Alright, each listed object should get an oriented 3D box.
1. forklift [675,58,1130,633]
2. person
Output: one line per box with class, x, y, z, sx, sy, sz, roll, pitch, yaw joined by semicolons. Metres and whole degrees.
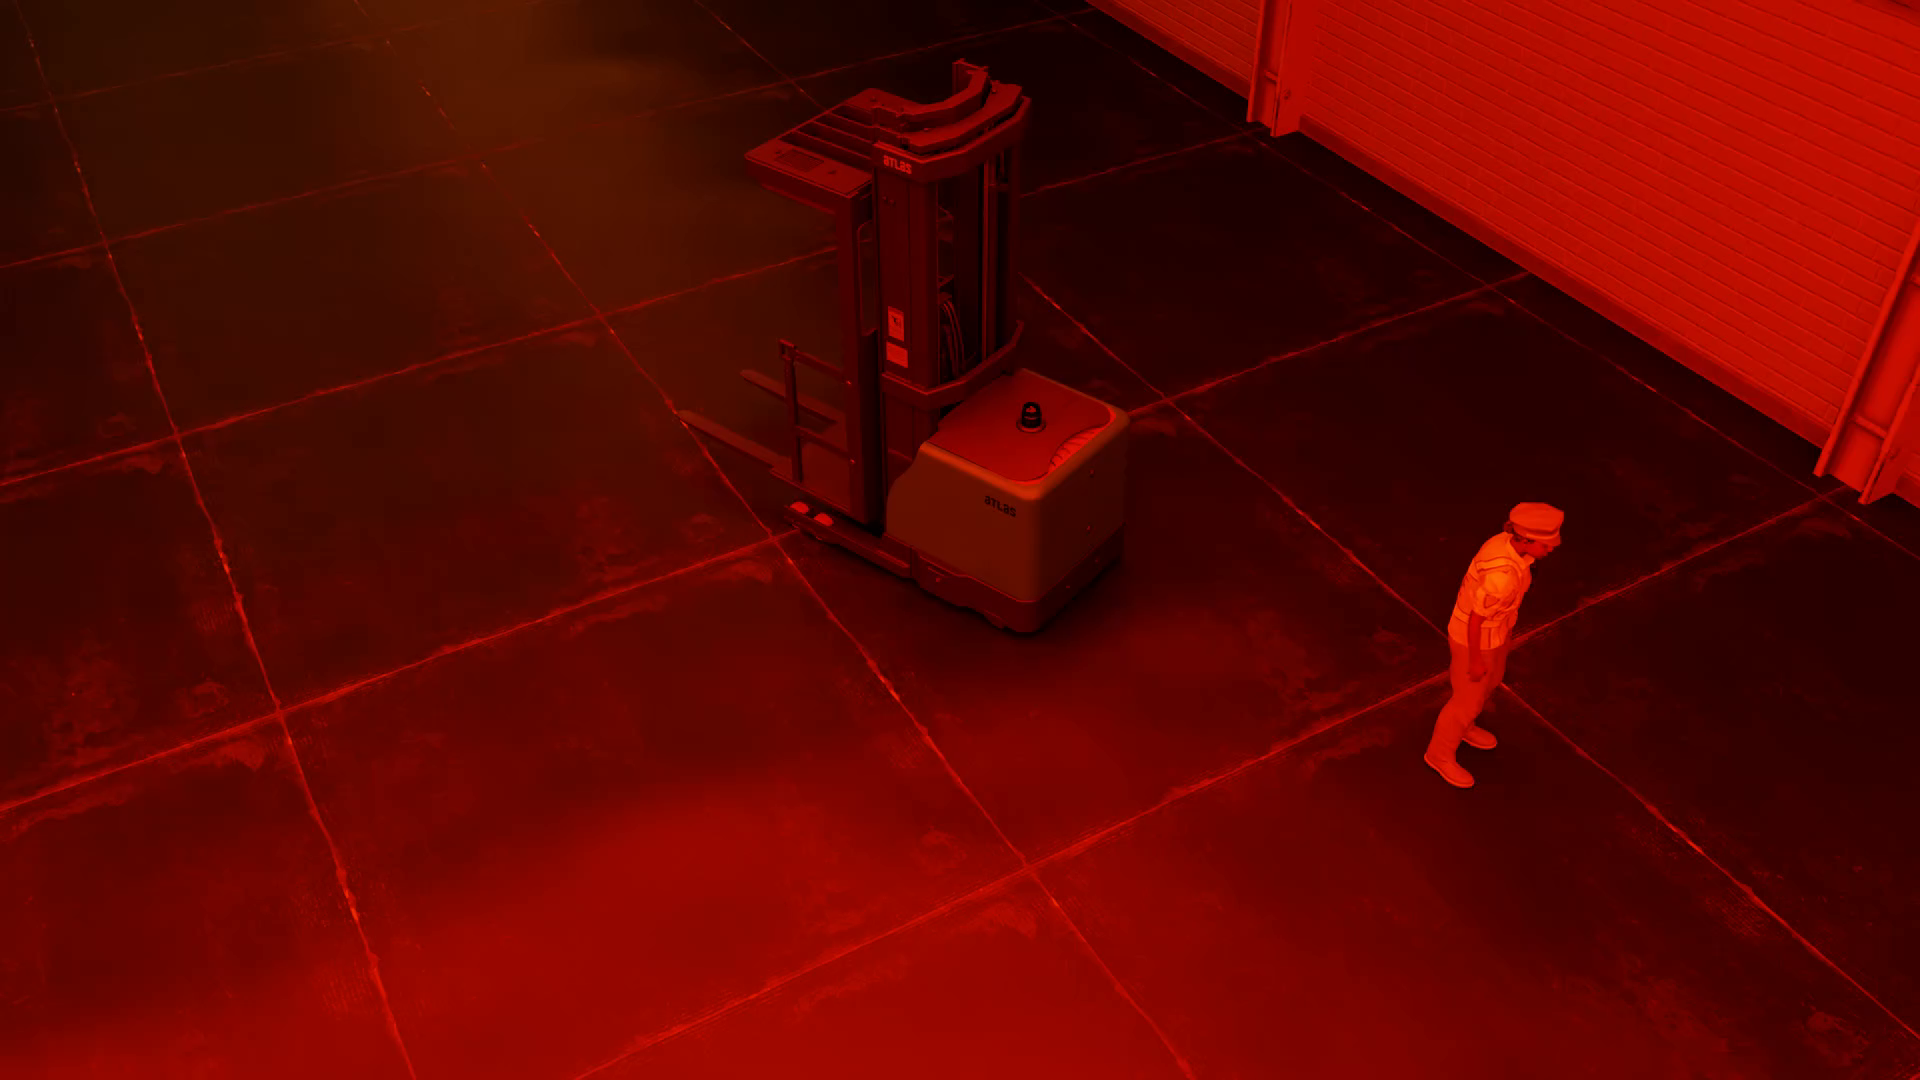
forklift;-0.481;-1.366;9.683;3.031;2.935;1.130;26;46;28
person;2.680;0.497;8.437;0.400;1.657;0.517;23;45;26
